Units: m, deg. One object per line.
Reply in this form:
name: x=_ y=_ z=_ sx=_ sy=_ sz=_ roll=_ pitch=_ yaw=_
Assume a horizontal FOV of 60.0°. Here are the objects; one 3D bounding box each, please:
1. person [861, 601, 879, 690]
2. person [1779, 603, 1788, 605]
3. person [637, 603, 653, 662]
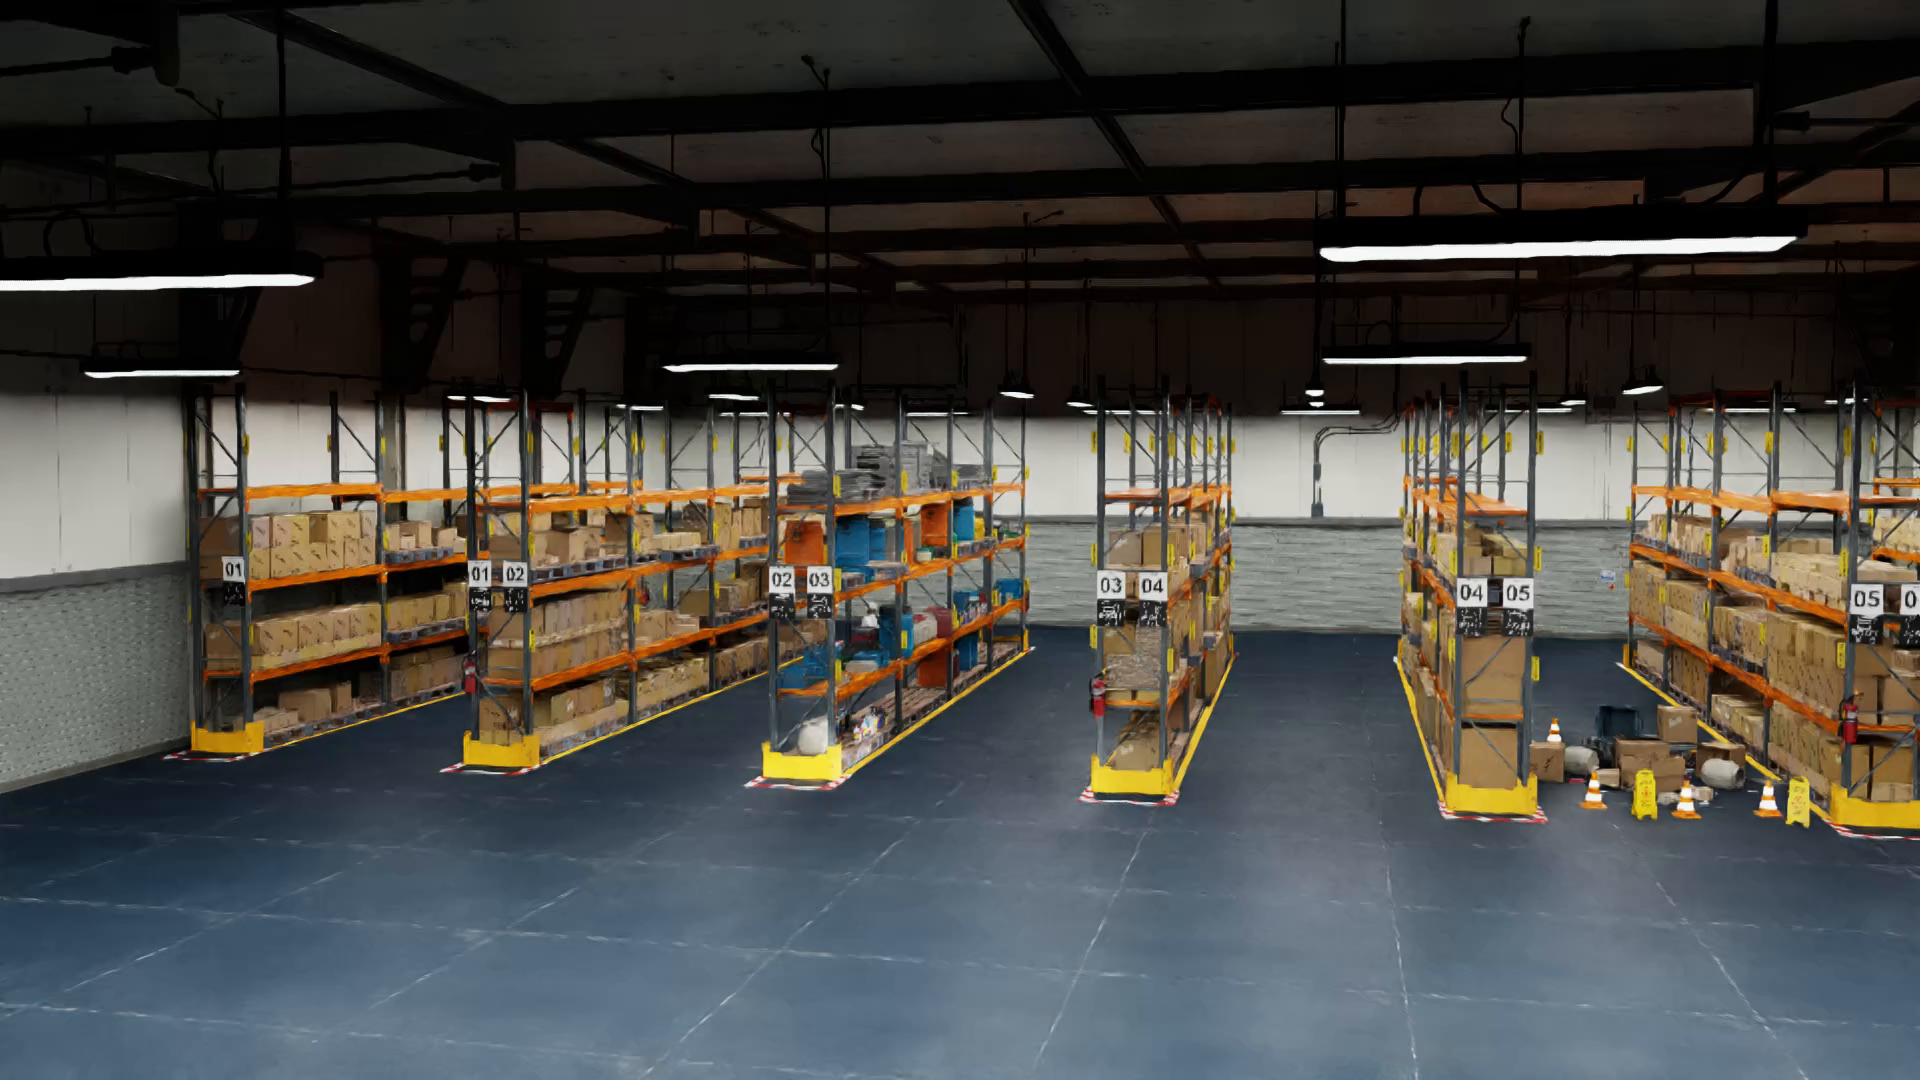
person: x=-1.811 y=2.147 z=34.099 sx=0.577 sy=1.783 sz=0.662 roll=3 pitch=4 yaw=42
person: x=17.880 y=2.137 z=36.071 sx=0.455 sy=1.593 sz=0.593 roll=1 pitch=3 yaw=14
person: x=-6.788 y=2.149 z=35.783 sx=0.639 sy=1.632 sz=0.506 roll=1 pitch=3 yaw=11
